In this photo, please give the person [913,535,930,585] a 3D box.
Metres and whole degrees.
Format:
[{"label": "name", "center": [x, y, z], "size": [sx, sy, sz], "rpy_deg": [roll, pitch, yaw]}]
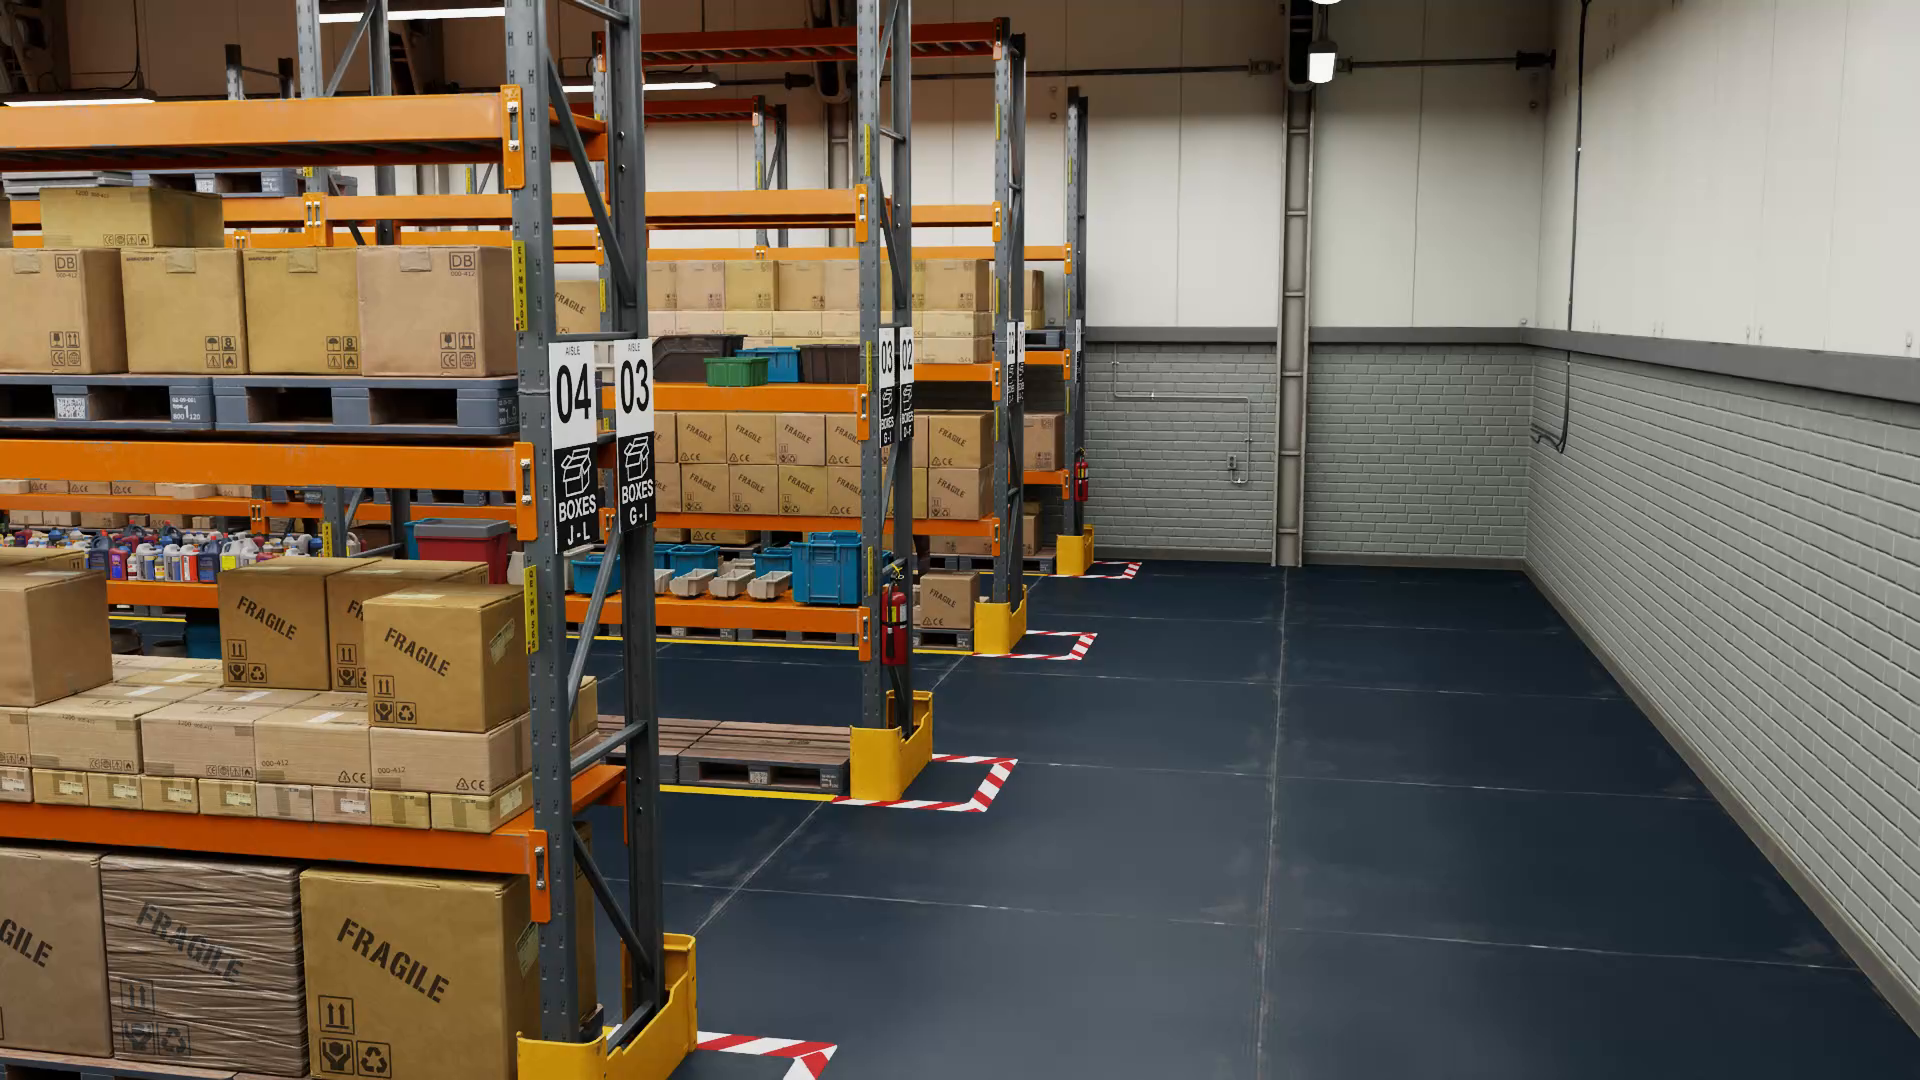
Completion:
[{"label": "person", "center": [-0.566, -0.188, 19.255], "size": [0.582, 1.721, 0.461], "rpy_deg": [2, 8, 11]}]
